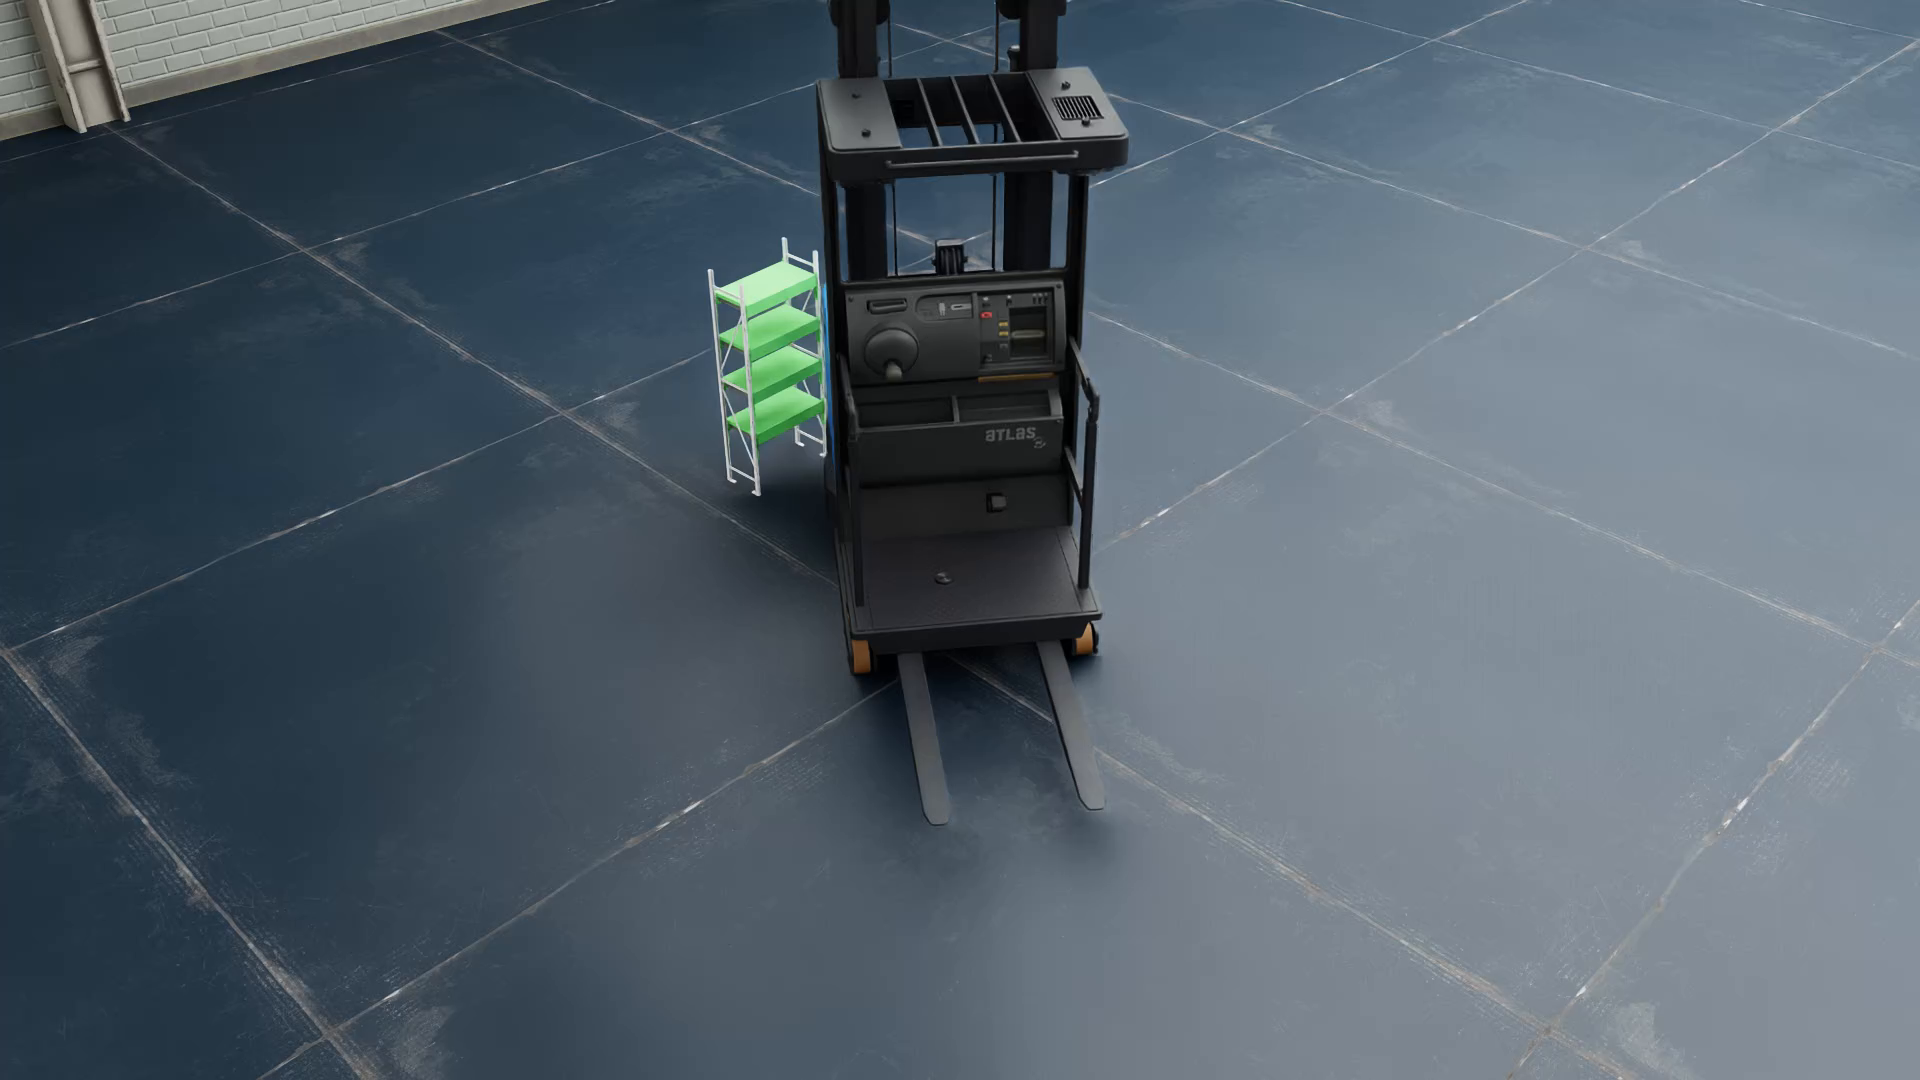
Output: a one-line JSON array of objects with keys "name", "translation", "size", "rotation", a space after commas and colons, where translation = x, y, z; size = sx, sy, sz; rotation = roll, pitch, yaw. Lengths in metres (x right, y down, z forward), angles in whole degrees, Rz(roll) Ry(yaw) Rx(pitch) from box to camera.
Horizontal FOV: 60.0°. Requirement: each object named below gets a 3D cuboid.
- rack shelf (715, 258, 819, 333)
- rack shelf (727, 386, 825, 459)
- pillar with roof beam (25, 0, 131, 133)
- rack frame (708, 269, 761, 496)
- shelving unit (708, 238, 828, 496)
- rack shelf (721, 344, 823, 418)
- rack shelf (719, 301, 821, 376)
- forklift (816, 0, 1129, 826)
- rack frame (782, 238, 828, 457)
[{"name": "rack shelf", "translation": [-0.959, -1.211, 8.210], "size": [0.258, 0.148, 0.480], "rotation": [27, 43, 33]}, {"name": "rack shelf", "translation": [-0.959, -0.620, 8.622], "size": [0.258, 0.148, 0.480], "rotation": [27, 43, 33]}, {"name": "pillar with roof beam", "translation": [-3.641, -5.205, 7.847], "size": [9.100, 9.000, 0.400], "rotation": [30, 45, 35]}, {"name": "rack frame", "translation": [-1.121, -0.765, 8.299], "size": [0.240, 1.200, 0.015], "rotation": [27, 43, 33]}, {"name": "shelving unit", "translation": [-0.959, -0.869, 8.448], "size": [0.258, 1.200, 0.503], "rotation": [27, 43, 33]}, {"name": "rack shelf", "translation": [-0.959, -0.817, 8.484], "size": [0.258, 0.148, 0.480], "rotation": [27, 43, 33]}, {"name": "rack shelf", "translation": [-0.959, -1.014, 8.347], "size": [0.258, 0.148, 0.480], "rotation": [27, 43, 33]}, {"name": "forklift", "translation": [0.017, -0.820, 6.864], "size": [1.130, 2.935, 3.031], "rotation": [-4, 35, -6]}, {"name": "rack frame", "translation": [-0.796, -0.974, 8.597], "size": [0.240, 1.200, 0.015], "rotation": [27, 43, 33]}]
